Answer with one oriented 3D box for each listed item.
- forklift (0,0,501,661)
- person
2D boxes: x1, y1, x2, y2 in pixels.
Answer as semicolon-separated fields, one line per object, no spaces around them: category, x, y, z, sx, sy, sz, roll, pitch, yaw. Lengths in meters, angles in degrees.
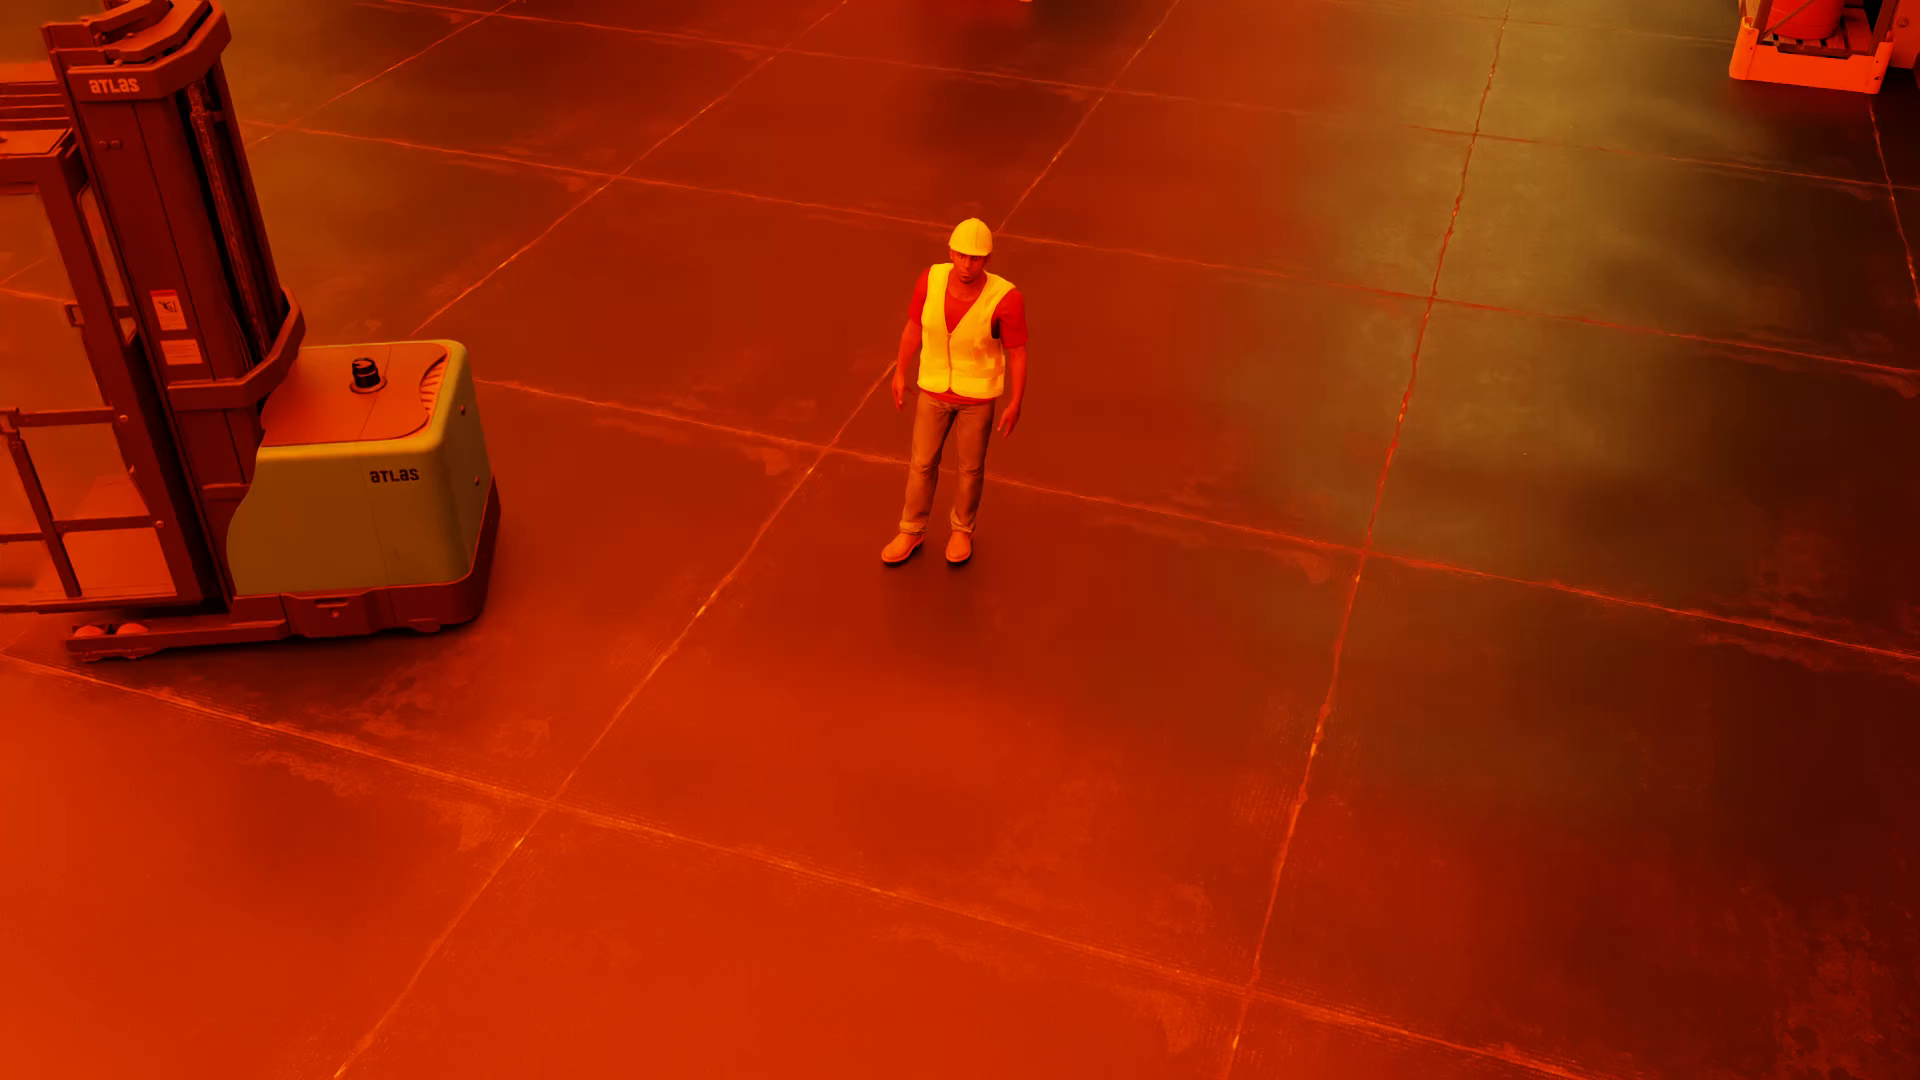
forklift;-3.869;-0.947;7.447;3.031;2.935;1.130;-4;36;-5
person;-0.029;-0.689;8.078;0.665;1.768;0.575;12;37;16
